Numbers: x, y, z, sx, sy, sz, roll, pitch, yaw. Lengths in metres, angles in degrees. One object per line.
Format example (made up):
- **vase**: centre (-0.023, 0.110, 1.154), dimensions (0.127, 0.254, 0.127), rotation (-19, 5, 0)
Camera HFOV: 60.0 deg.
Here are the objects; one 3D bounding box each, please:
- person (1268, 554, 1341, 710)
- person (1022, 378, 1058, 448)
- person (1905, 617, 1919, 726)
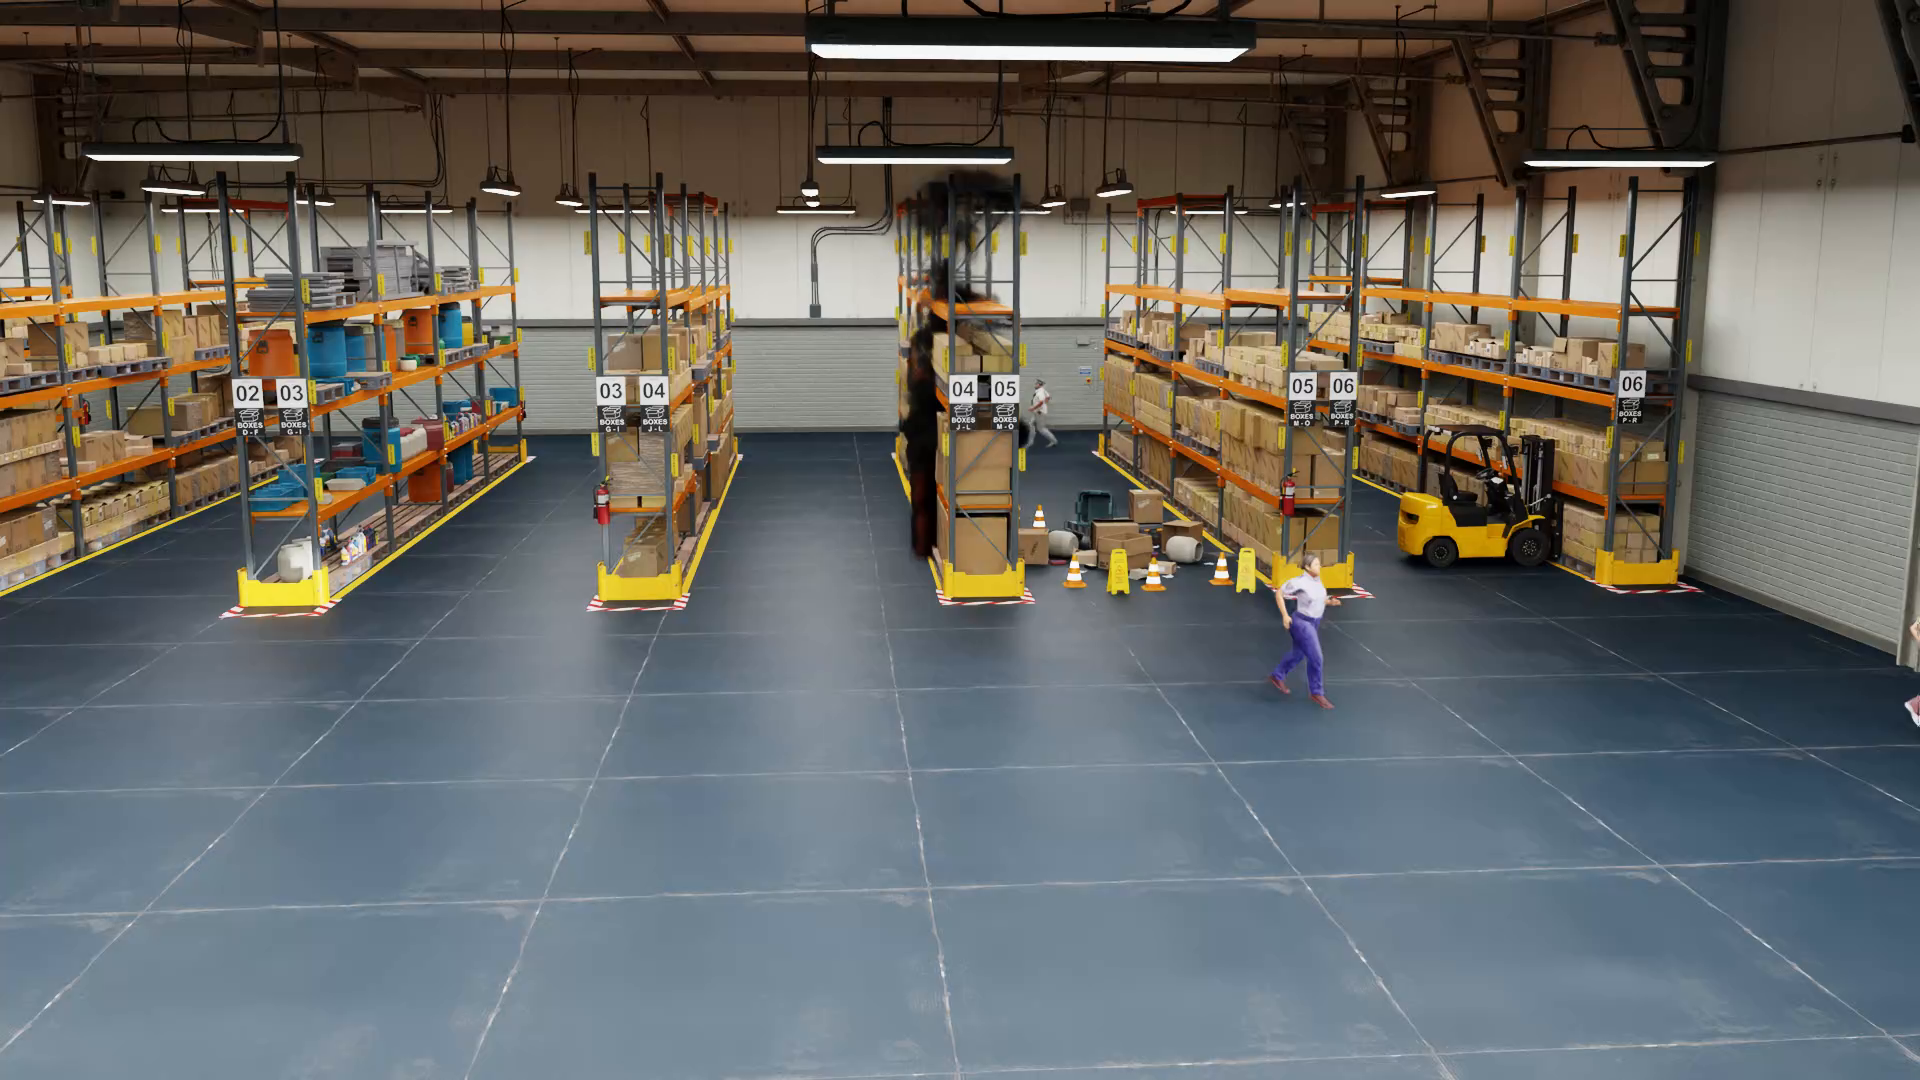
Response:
- **person**: centre (3.796, 0.979, 18.373), dimensions (0.838, 1.694, 0.580), rotation (7, 12, 35)
- **person**: centre (1.989, -3.135, 41.433), dimensions (0.933, 1.813, 0.675), rotation (1, 10, 5)
- **person**: centre (9.970, 1.240, 16.830), dimensions (0.584, 1.645, 0.939), rotation (-3, 10, -16)
